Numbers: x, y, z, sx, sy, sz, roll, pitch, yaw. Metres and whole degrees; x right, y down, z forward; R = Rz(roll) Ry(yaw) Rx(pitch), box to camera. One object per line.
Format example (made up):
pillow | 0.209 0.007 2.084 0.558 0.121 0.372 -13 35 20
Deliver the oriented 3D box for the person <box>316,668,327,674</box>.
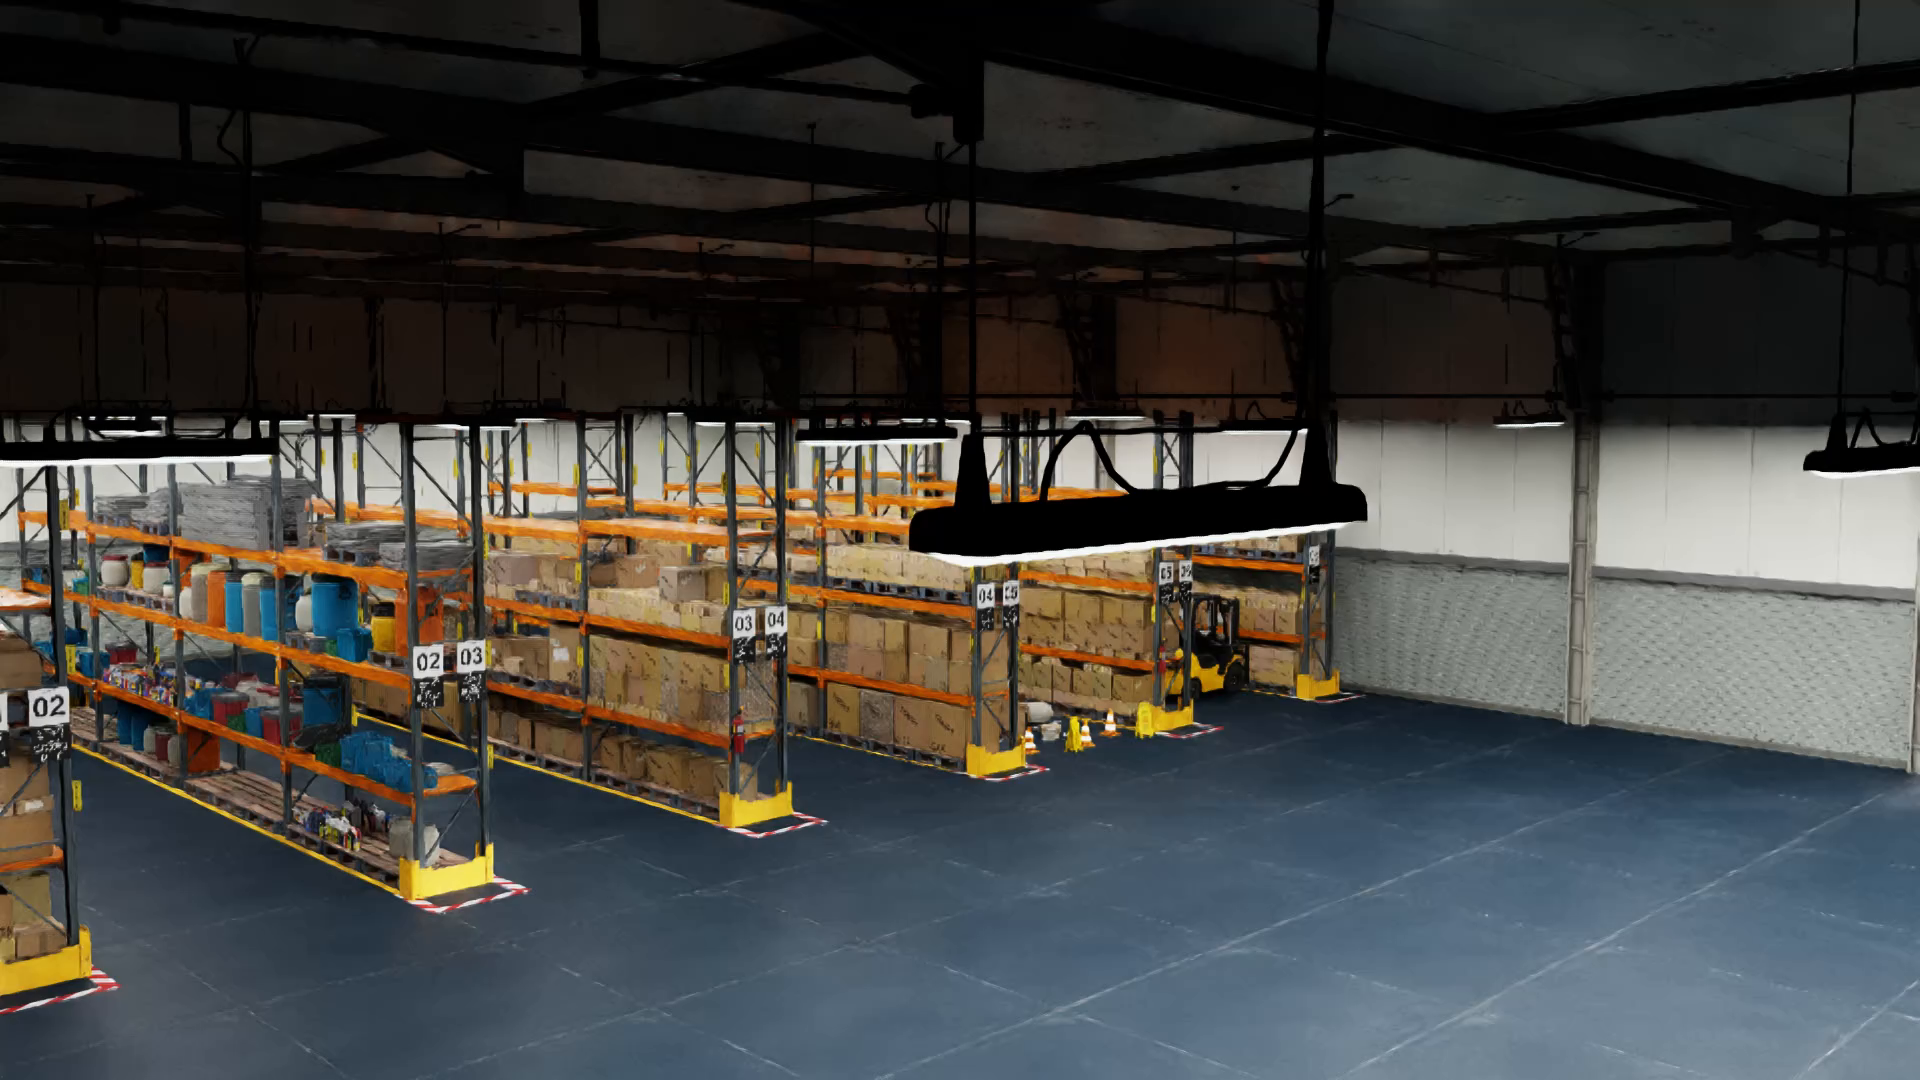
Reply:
person | -10.875 3.025 28.479 0.492 1.671 0.435 2 5 20

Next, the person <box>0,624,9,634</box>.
person | -19.146 2.553 33.233 0.562 1.765 0.737 -1 5 -8
